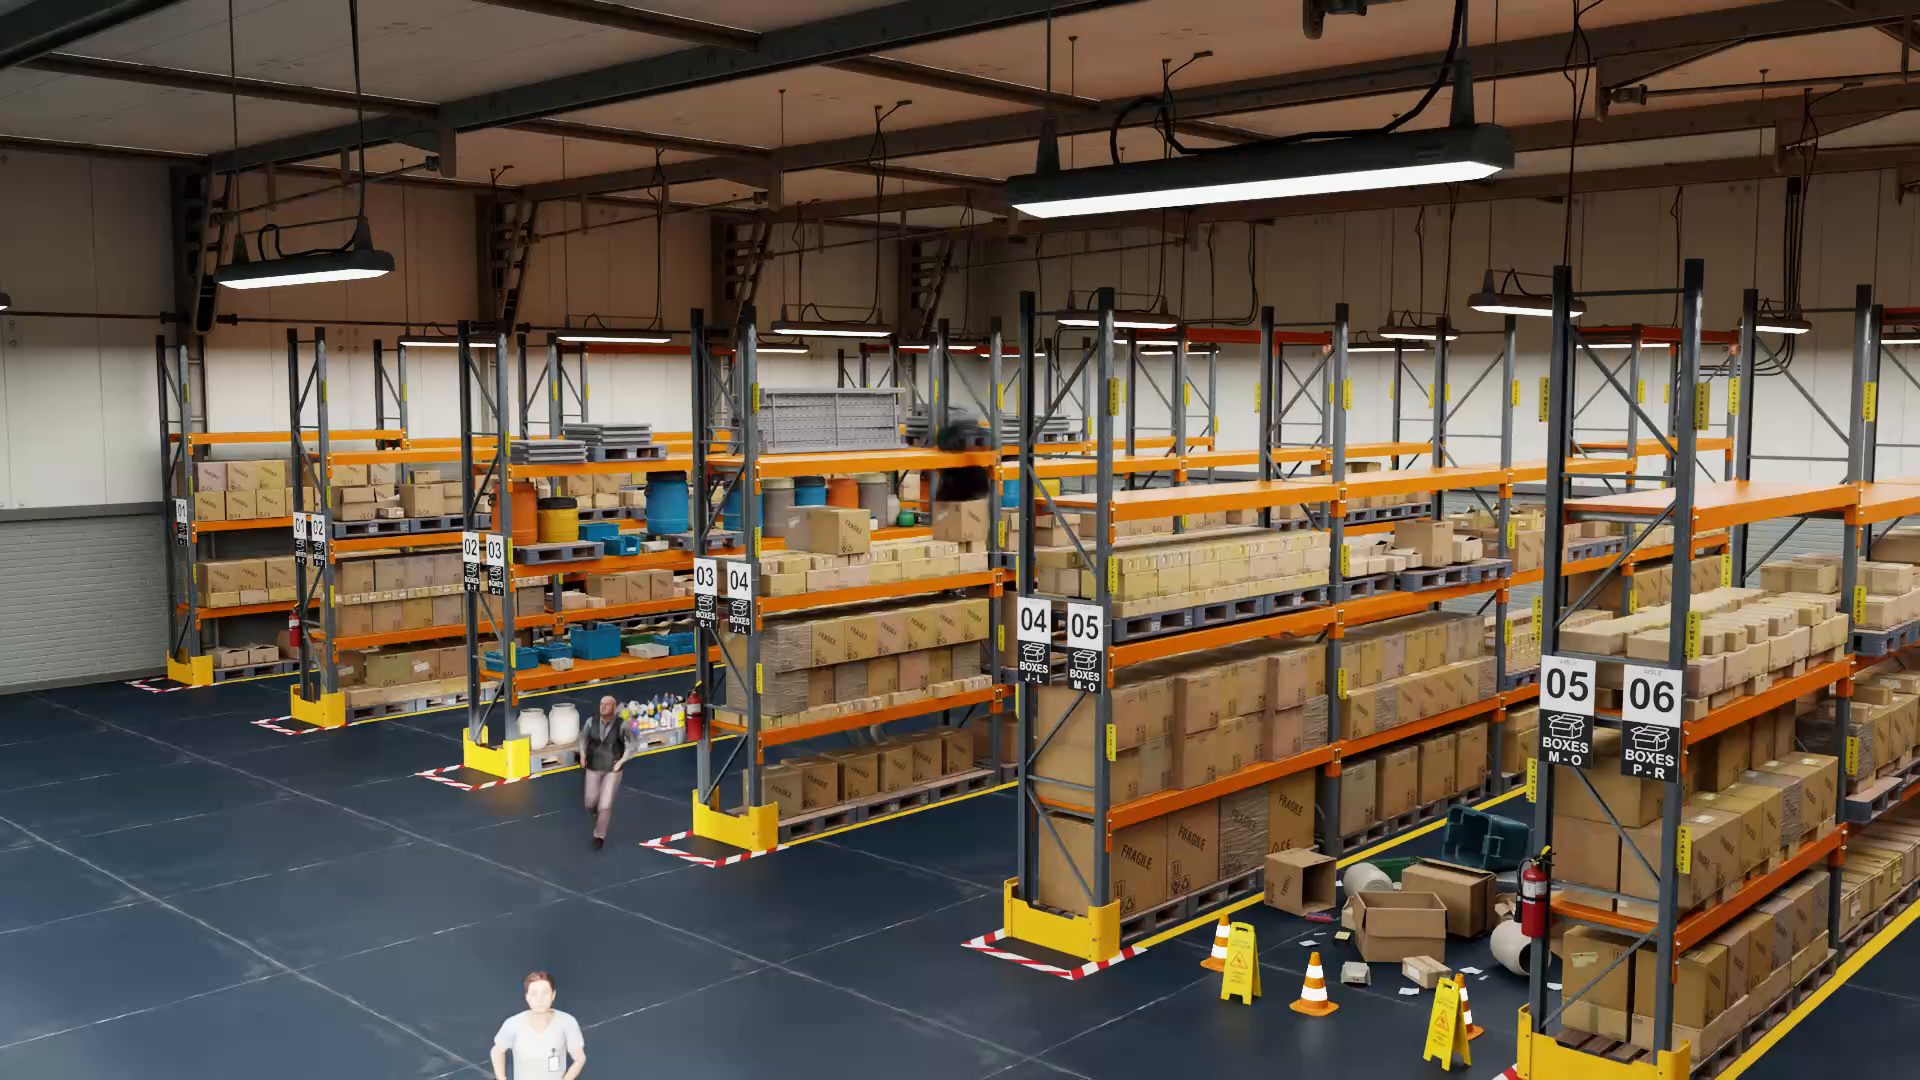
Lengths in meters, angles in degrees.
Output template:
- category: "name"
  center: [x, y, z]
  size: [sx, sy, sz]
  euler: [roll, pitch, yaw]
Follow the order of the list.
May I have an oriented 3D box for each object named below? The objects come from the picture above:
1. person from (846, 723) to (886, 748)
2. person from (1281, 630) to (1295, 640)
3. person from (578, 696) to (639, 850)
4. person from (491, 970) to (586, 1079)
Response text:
- category: "person"
  center: [-1.252, 2.235, 22.477]
  size: [0.577, 1.679, 0.672]
  euler: [4, 6, 34]
- category: "person"
  center: [4.651, 2.064, 23.882]
  size: [0.698, 1.720, 0.576]
  euler: [4, 7, 35]
- category: "person"
  center: [-3.984, 2.582, 18.722]
  size: [0.628, 1.694, 0.684]
  euler: [0, 5, 5]
- category: "person"
  center: [-2.535, 3.415, 10.037]
  size: [0.559, 1.627, 0.556]
  euler: [-1, 6, -15]
